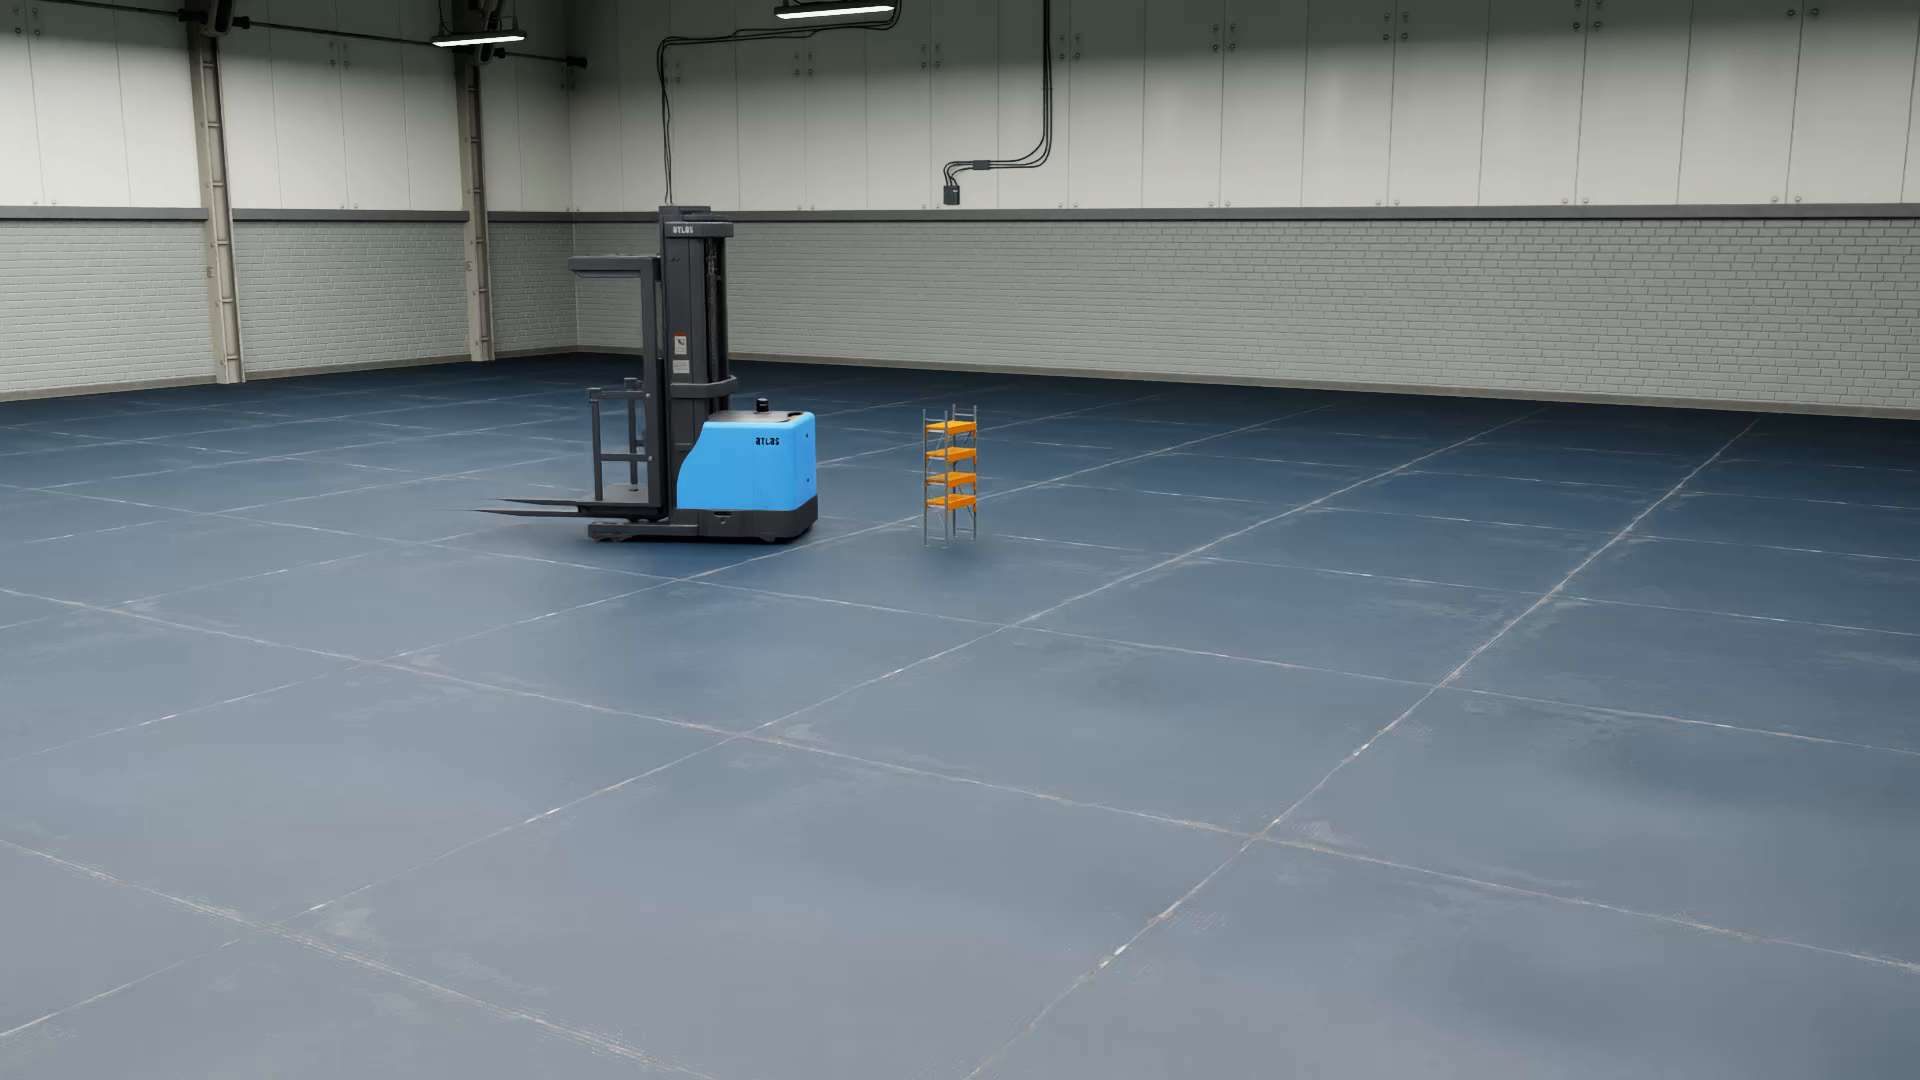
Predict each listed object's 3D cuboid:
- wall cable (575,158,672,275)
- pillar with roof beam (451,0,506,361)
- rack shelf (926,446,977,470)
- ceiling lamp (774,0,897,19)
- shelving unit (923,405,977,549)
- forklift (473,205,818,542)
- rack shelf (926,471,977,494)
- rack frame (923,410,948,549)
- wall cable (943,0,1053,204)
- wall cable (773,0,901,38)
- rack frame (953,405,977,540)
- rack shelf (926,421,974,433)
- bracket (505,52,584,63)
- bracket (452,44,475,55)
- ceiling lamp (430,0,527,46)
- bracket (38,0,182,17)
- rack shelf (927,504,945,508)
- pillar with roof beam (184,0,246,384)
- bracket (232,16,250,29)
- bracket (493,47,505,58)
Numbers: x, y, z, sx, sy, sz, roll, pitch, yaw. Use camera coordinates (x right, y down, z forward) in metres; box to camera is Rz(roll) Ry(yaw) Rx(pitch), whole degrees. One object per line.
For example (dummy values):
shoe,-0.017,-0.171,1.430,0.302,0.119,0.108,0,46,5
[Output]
wall cable,-7.423,-7.027,36.389,3.097,2.526,0.112,6,12,31
pillar with roof beam,-6.403,-7.805,32.106,9.100,9.000,0.548,6,12,31
rack shelf,-0.086,-0.717,14.590,0.258,0.148,0.480,6,12,31
ceiling lamp,-1.713,-9.318,24.325,2.000,3.185,0.800,6,12,31
shelving unit,-0.086,-0.564,14.619,0.258,1.200,0.503,6,12,31
forklift,-2.882,-1.520,15.020,3.031,2.935,1.130,1,11,7
rack shelf,-0.086,-0.498,14.632,0.258,0.148,0.480,6,12,31
rack frame,-0.213,-0.525,14.414,0.240,1.200,0.015,6,12,31
wall cable,0.683,-9.316,30.932,2.305,6.003,0.169,6,12,31
wall cable,-2.466,-11.191,32.546,3.097,2.526,0.112,6,12,31
rack frame,0.041,-0.602,14.824,0.240,1.200,0.015,6,12,31
rack shelf,-0.086,-0.988,14.540,0.221,0.050,0.457,6,12,31
bracket,-8.640,-10.297,35.634,0.076,0.066,3.189,6,12,31
bracket,-9.995,-9.887,33.442,0.235,0.232,0.430,6,12,31
ceiling lamp,-8.029,-10.024,28.096,2.000,3.185,0.800,6,12,31
bracket,-14.447,-8.538,26.237,0.076,0.066,4.783,6,12,31
rack shelf,-0.086,-0.331,14.663,0.199,0.029,0.442,6,12,31
pillar with roof beam,-9.518,-6.862,27.066,9.100,9.000,0.400,6,12,31
bracket,-12.679,-9.074,29.099,0.235,0.232,0.430,6,12,31
bracket,-9.564,-10.017,34.140,0.235,0.232,0.430,6,12,31
